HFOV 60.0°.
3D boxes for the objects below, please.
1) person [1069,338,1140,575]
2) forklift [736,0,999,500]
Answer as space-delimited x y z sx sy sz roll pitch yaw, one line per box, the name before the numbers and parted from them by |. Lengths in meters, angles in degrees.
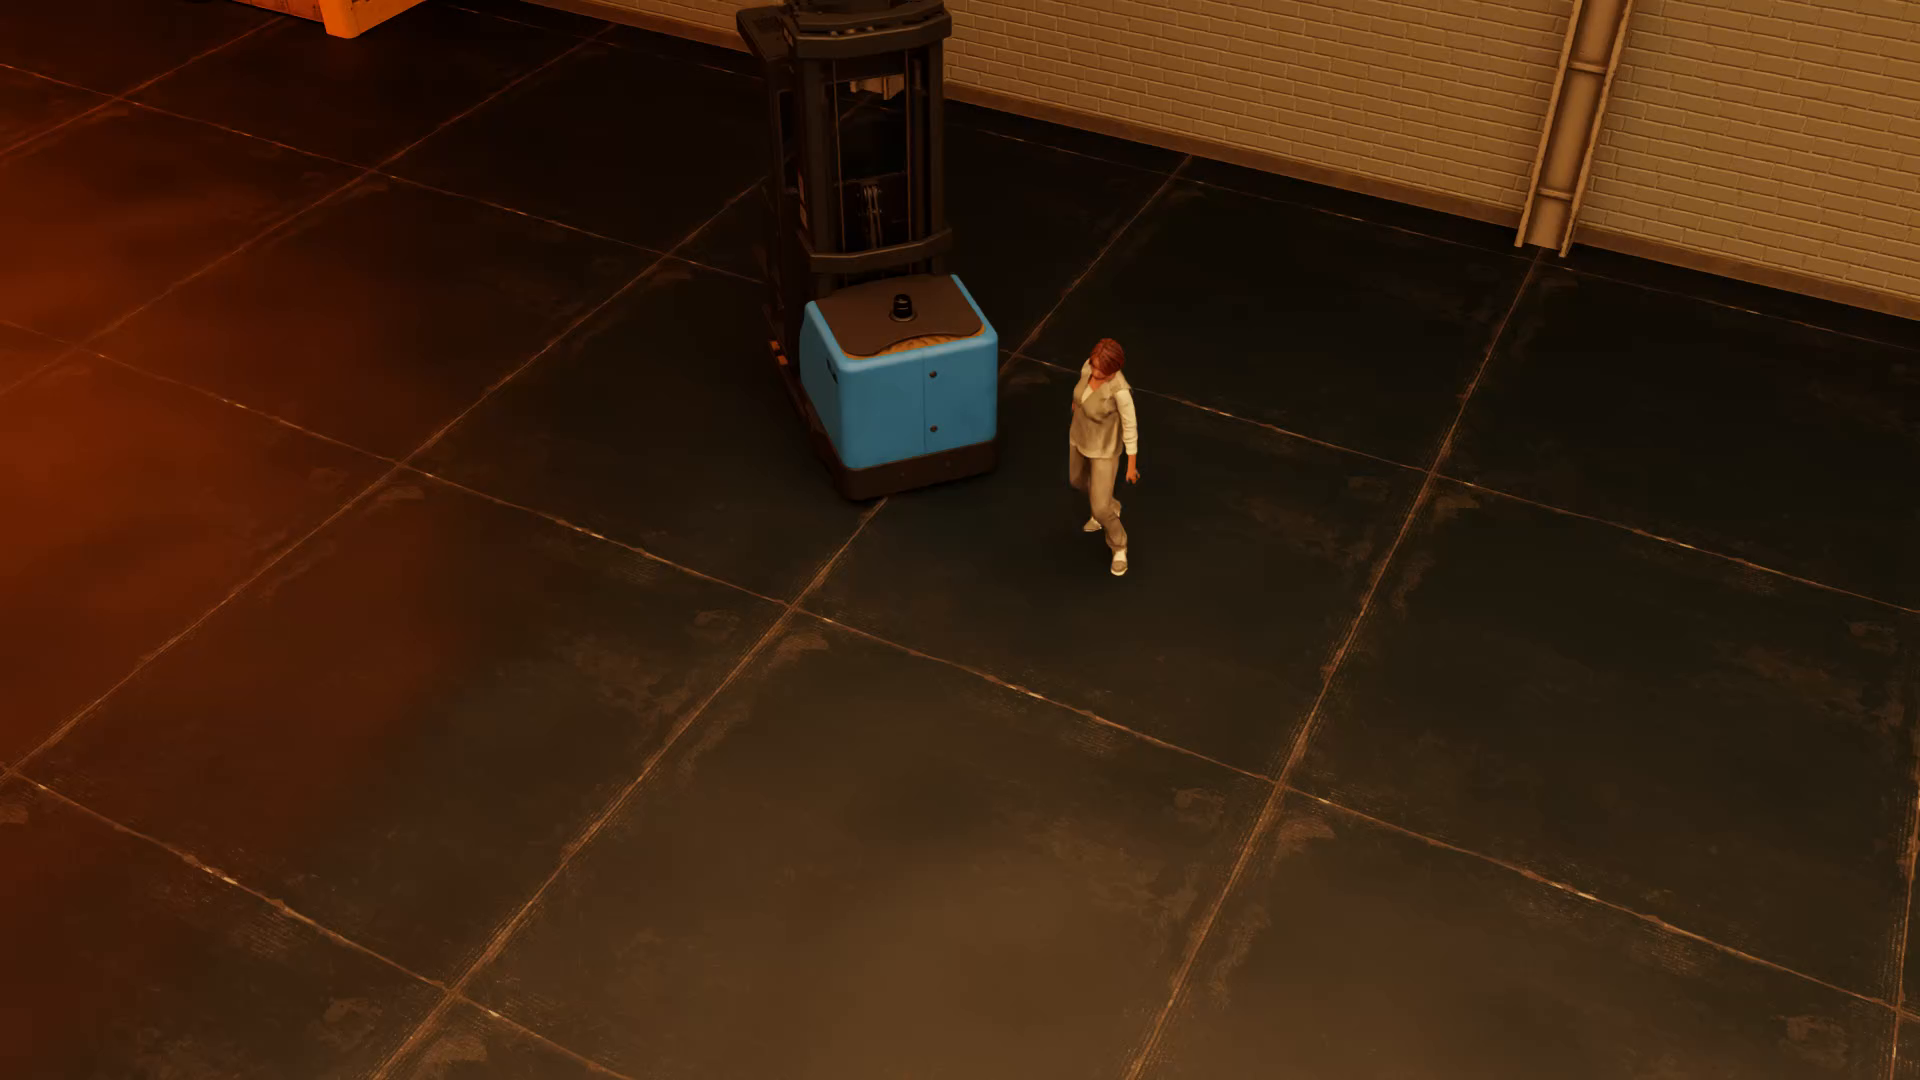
person | 0.860 -0.585 9.798 0.429 1.567 0.746 -19 44 -21
forklift | -0.729 -2.327 10.750 1.130 2.935 3.031 -13 42 -15
